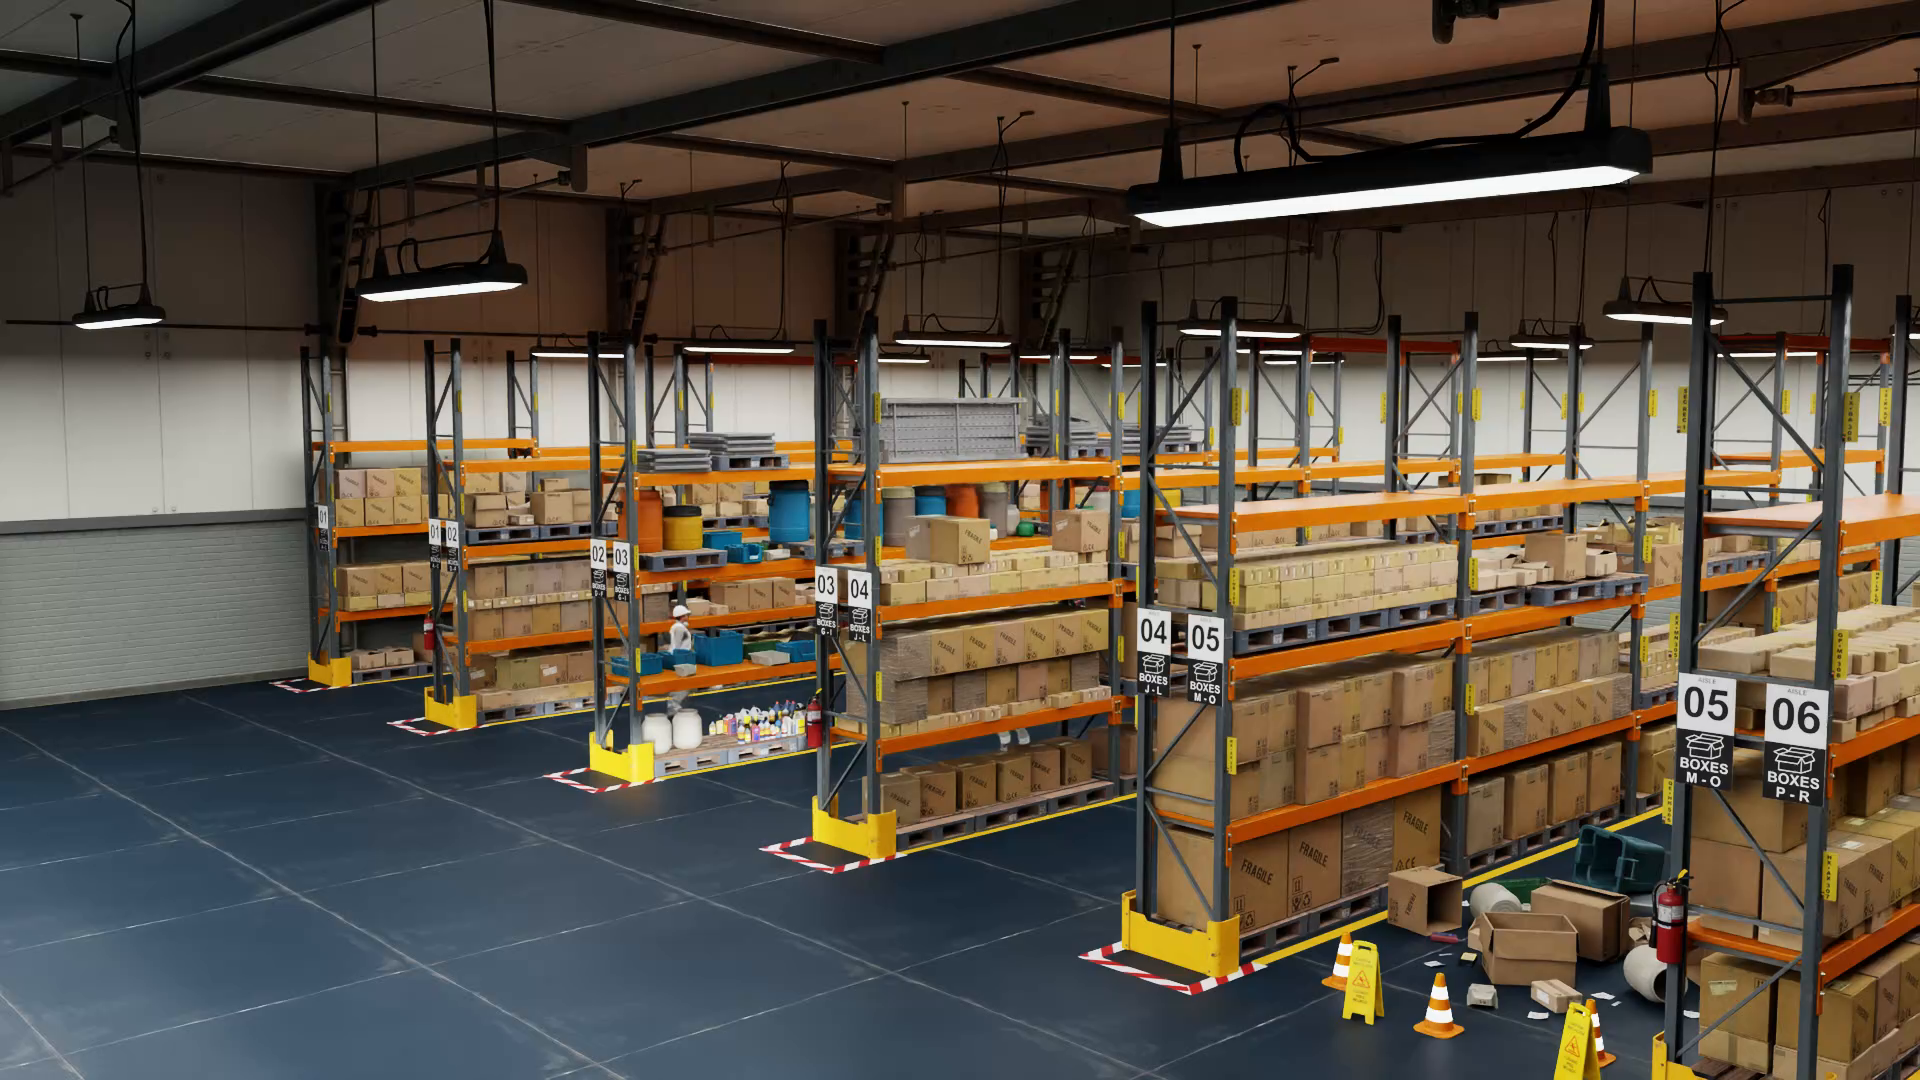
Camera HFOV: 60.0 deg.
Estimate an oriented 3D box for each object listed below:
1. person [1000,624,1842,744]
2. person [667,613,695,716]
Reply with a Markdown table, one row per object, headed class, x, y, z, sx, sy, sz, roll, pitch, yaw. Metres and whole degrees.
| class | x | y | z | sx | sy | sz | roll | pitch | yaw |
| --- | --- | --- | --- | --- | --- | --- | --- | --- | --- |
| person | 3.696 | 1.919 | 18.189 | 0.905 | 3.387 | 12.176 | -3 | 6 | -33 |
| person | -4.501 | 1.952 | 26.698 | 0.464 | 1.710 | 0.571 | -3 | 6 | -30 |
